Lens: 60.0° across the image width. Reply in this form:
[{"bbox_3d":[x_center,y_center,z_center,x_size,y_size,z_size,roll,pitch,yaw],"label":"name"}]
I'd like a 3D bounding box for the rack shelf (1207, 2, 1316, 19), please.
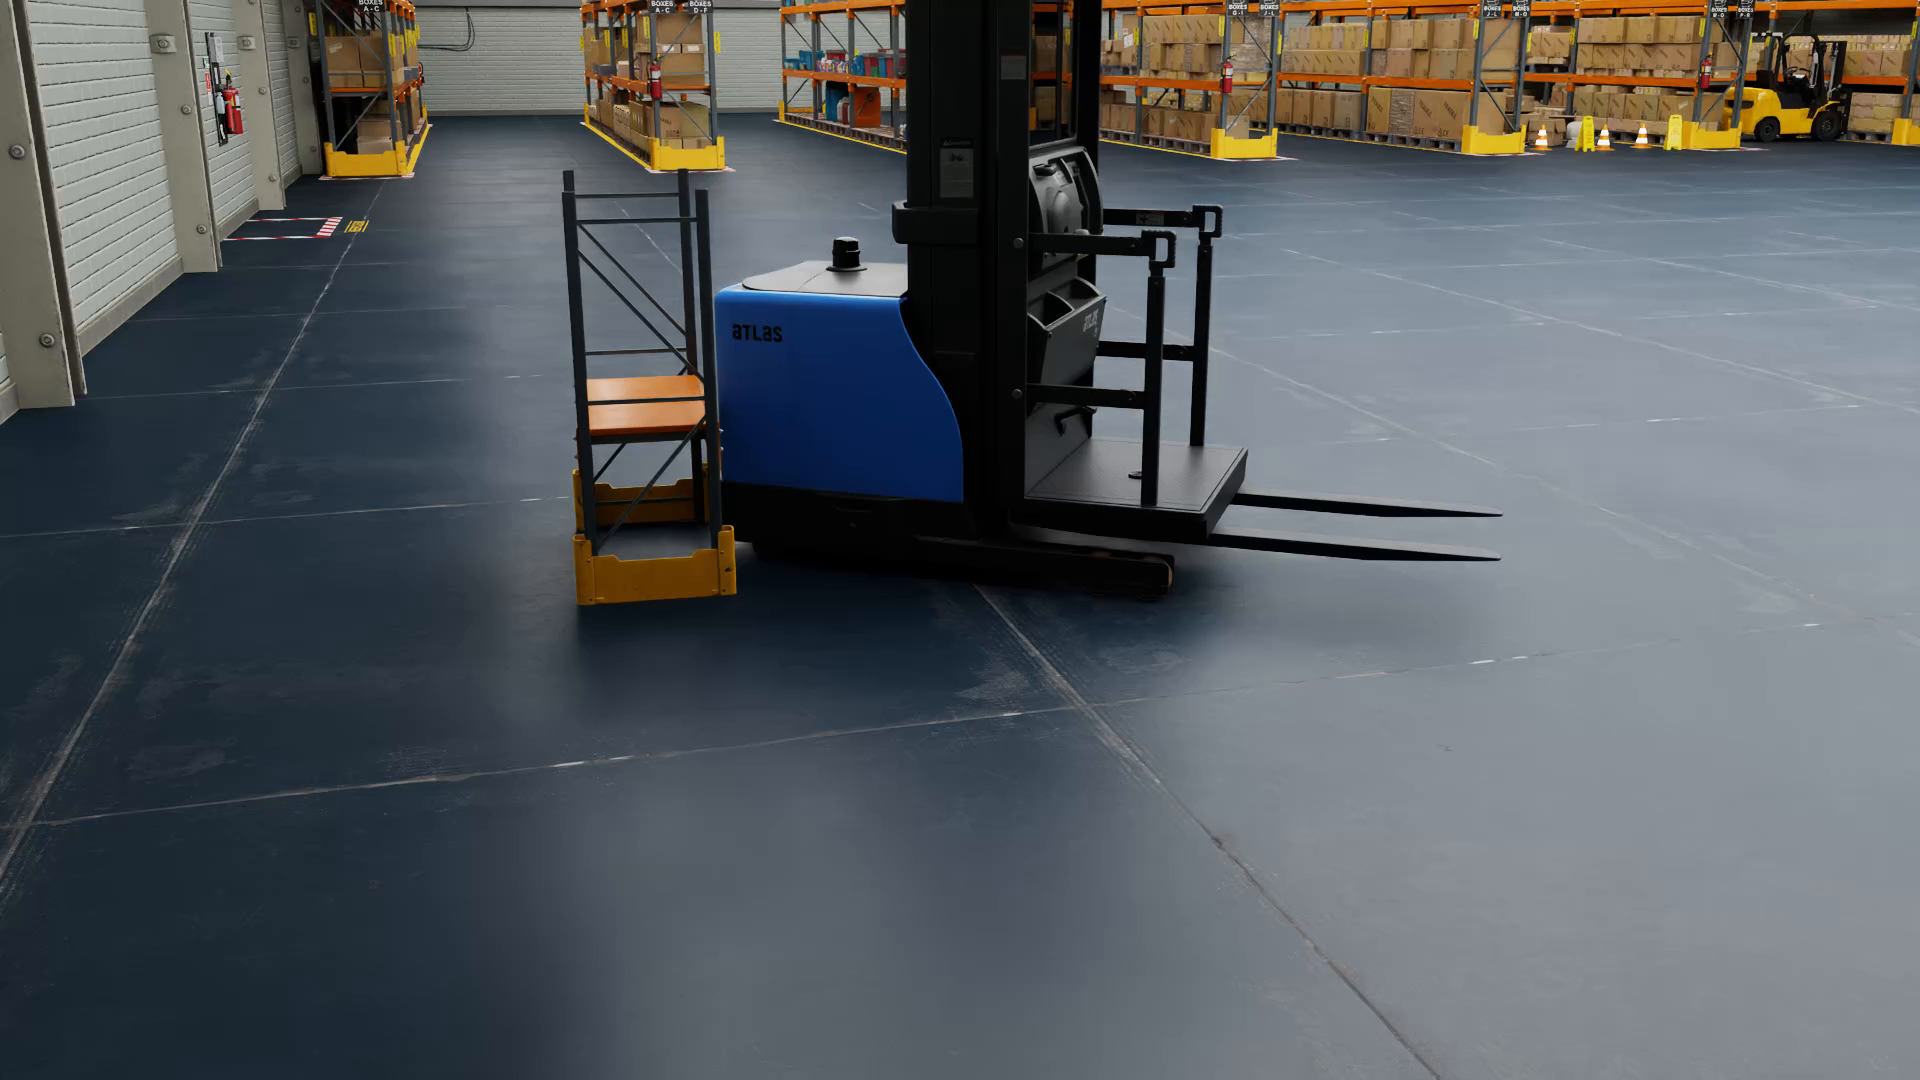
[{"bbox_3d":[7.141,-12.496,39.374,1.077,0.370,4.000,-5,17,-15],"label":"rack shelf"}]

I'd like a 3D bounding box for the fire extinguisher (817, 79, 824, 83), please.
[{"bbox_3d":[-3.671,-12.170,43.035,0.296,0.674,0.183,-5,17,-15],"label":"fire extinguisher"}]

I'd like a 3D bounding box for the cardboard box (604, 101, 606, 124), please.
[{"bbox_3d":[-7.545,-9.386,36.564,0.500,0.500,0.500,-4,17,-15],"label":"cardboard box"}]

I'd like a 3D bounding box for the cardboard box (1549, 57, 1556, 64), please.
[{"bbox_3d":[13.059,-10.439,36.197,0.380,0.149,0.250,-5,17,-17],"label":"cardboard box"}]

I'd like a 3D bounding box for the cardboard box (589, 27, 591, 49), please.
[{"bbox_3d":[-8.401,-11.738,38.902,0.500,0.500,0.500,-5,17,-15],"label":"cardboard box"}]

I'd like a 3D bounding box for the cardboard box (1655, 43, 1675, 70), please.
[{"bbox_3d":[14.074,-9.515,32.722,0.500,0.500,0.500,-5,17,-15],"label":"cardboard box"}]

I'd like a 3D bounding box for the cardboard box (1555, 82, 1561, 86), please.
[{"bbox_3d":[15.996,-12.111,44.028,0.380,0.149,0.250,-5,17,-16],"label":"cardboard box"}]

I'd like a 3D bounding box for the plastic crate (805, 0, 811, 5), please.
[{"bbox_3d":[-3.374,-12.630,38.937,0.450,0.188,0.662,-5,17,-15],"label":"plastic crate"}]

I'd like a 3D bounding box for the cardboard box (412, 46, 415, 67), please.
[{"bbox_3d":[-12.626,-10.713,36.881,0.980,0.700,0.700,-4,17,-14],"label":"cardboard box"}]

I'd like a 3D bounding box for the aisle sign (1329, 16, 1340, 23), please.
[{"bbox_3d":[10.502,-14.772,46.397,0.394,0.787,0.004,-5,17,-15],"label":"aisle sign"}]

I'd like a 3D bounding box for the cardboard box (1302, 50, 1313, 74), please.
[{"bbox_3d":[7.835,-10.473,36.430,0.500,0.500,0.500,-5,17,-15],"label":"cardboard box"}]

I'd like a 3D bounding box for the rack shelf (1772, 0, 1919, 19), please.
[{"bbox_3d":[18.843,-11.096,34.713,1.077,0.370,4.000,-5,17,-15],"label":"rack shelf"}]

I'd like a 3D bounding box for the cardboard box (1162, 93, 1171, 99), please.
[{"bbox_3d":[5.595,-11.804,44.225,0.380,0.149,0.250,-6,18,-18],"label":"cardboard box"}]

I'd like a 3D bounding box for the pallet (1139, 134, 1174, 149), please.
[{"bbox_3d":[4.212,-7.862,32.757,1.003,0.211,1.213,-5,17,-15],"label":"pallet"}]

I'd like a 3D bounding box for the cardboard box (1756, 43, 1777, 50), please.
[{"bbox_3d":[17.986,-10.992,37.031,0.380,0.149,0.250,-4,17,-13],"label":"cardboard box"}]

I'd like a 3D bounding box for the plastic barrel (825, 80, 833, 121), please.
[{"bbox_3d":[-2.834,-10.246,38.764,0.600,0.901,0.708,-5,17,-15],"label":"plastic barrel"}]

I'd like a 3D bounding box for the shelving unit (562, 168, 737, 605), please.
[{"bbox_3d":[-1.245,-0.646,6.494,0.587,1.500,1.083,-4,17,-12],"label":"shelving unit"}]

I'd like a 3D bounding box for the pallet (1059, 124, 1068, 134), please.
[{"bbox_3d":[2.750,-9.375,37.795,1.003,0.211,1.213,-5,17,-15],"label":"pallet"}]

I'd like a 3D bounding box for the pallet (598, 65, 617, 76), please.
[{"bbox_3d":[-6.886,-9.794,34.678,1.213,0.211,1.003,-5,17,-15],"label":"pallet"}]

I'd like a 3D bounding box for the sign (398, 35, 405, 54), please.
[{"bbox_3d":[-9.775,-8.665,29.079,0.100,0.325,0.005,-5,17,-15],"label":"sign"}]

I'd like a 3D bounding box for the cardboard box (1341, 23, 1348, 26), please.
[{"bbox_3d":[10.441,-13.768,44.533,0.380,0.149,0.250,-5,17,-17],"label":"cardboard box"}]

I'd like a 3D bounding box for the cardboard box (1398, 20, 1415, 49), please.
[{"bbox_3d":[9.138,-9.925,32.642,0.875,0.550,0.550,-5,17,-15],"label":"cardboard box"}]

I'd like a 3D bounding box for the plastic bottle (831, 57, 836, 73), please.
[{"bbox_3d":[-2.795,-10.601,37.115,0.144,0.351,0.185,-5,17,-15],"label":"plastic bottle"}]

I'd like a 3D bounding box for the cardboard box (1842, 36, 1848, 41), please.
[{"bbox_3d":[18.664,-10.458,34.734,0.380,0.149,0.250,-4,17,-14],"label":"cardboard box"}]

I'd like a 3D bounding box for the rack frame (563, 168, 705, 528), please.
[{"bbox_3d":[-1.355,-0.786,6.960,0.500,1.500,0.032,-4,17,-12],"label":"rack frame"}]

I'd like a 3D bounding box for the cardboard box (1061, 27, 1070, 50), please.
[{"bbox_3d":[2.709,-11.218,37.167,0.797,0.503,0.637,-4,17,-13],"label":"cardboard box"}]

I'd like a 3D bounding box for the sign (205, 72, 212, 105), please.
[{"bbox_3d":[-7.875,-4.734,17.435,0.001,0.329,0.234,-5,17,-15],"label":"sign"}]

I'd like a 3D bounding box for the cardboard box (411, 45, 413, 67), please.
[{"bbox_3d":[-11.974,-10.370,35.534,0.500,0.500,0.500,-5,17,-15],"label":"cardboard box"}]

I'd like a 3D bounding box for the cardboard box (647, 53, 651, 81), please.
[{"bbox_3d":[-4.977,-8.097,28.521,0.700,0.500,0.500,-4,17,-14],"label":"cardboard box"}]

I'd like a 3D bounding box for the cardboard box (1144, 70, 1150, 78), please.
[{"bbox_3d":[3.819,-9.106,32.490,0.380,0.149,0.250,-5,17,-15],"label":"cardboard box"}]

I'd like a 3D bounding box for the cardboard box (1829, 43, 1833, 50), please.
[{"bbox_3d":[18.534,-10.377,34.983,0.380,0.149,0.250,-5,17,-16],"label":"cardboard box"}]

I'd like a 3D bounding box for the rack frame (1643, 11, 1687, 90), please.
[{"bbox_3d":[17.194,-11.663,40.566,1.000,3.000,0.127,-5,17,-15],"label":"rack frame"}]

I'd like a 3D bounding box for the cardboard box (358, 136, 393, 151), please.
[{"bbox_3d":[-9.455,-6.378,26.879,0.500,0.311,0.500,-3,17,-11],"label":"cardboard box"}]

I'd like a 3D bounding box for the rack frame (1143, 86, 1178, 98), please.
[{"bbox_3d":[5.492,-13.063,45.227,1.000,3.000,0.127,-5,17,-15],"label":"rack frame"}]

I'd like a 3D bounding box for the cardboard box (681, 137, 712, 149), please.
[{"bbox_3d":[-4.367,-6.542,27.565,0.500,0.250,0.500,-5,17,-15],"label":"cardboard box"}]

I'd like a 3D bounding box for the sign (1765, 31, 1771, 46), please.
[{"bbox_3d":[17.774,-11.028,36.576,0.100,0.325,0.005,-5,17,-15],"label":"sign"}]

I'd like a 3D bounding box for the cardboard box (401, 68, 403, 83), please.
[{"bbox_3d":[-9.591,-7.759,27.796,0.500,0.250,0.500,-5,17,-16],"label":"cardboard box"}]

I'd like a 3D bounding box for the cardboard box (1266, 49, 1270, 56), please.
[{"bbox_3d":[7.117,-11.175,38.129,0.380,0.149,0.250,-4,17,-14],"label":"cardboard box"}]

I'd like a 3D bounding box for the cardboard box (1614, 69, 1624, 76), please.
[{"bbox_3d":[13.643,-9.576,34.054,0.380,0.149,0.250,-5,17,-15],"label":"cardboard box"}]

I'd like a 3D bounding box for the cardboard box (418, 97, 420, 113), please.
[{"bbox_3d":[-13.304,-10.343,39.785,0.700,0.500,0.500,-5,17,-15],"label":"cardboard box"}]

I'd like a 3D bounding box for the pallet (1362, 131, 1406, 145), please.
[{"bbox_3d":[8.924,-8.192,33.857,1.003,0.211,1.213,-5,17,-15],"label":"pallet"}]

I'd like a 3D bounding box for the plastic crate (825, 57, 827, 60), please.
[{"bbox_3d":[-3.210,-11.610,40.491,0.437,0.282,0.530,-5,17,-15],"label":"plastic crate"}]

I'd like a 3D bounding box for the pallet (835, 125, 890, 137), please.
[{"bbox_3d":[-2.125,-8.974,36.461,1.003,0.211,1.213,-5,17,-15],"label":"pallet"}]

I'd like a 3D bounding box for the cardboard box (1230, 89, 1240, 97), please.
[{"bbox_3d":[6.825,-10.806,40.025,0.500,0.250,0.500,-4,17,-13],"label":"cardboard box"}]

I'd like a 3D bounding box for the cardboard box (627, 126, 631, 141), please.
[{"bbox_3d":[-5.925,-7.574,31.002,0.500,0.250,0.500,-5,17,-16],"label":"cardboard box"}]

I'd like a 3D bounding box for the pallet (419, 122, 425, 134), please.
[{"bbox_3d":[-12.627,-9.299,37.542,1.003,0.211,1.213,-5,17,-15],"label":"pallet"}]

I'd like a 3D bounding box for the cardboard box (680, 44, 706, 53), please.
[{"bbox_3d":[-4.334,-7.975,26.988,0.380,0.149,0.250,-5,17,-16],"label":"cardboard box"}]

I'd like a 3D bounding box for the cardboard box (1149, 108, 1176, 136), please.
[{"bbox_3d":[4.065,-8.270,32.885,0.500,0.500,0.500,-5,18,-17],"label":"cardboard box"}]

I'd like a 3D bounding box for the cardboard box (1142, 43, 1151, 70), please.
[{"bbox_3d":[4.058,-9.441,32.477,0.875,0.500,0.500,-5,17,-15],"label":"cardboard box"}]

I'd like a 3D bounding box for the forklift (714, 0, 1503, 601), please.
[{"bbox_3d":[0.598,-1.348,6.344,3.031,2.935,1.130,5,18,17],"label":"forklift"}]

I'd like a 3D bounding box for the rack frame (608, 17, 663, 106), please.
[{"bbox_3d":[-6.632,-9.704,34.044,1.000,3.000,0.127,-5,17,-15],"label":"rack frame"}]

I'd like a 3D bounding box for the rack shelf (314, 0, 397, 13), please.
[{"bbox_3d":[-9.745,-8.744,26.884,1.077,0.370,4.000,-5,17,-15],"label":"rack shelf"}]
